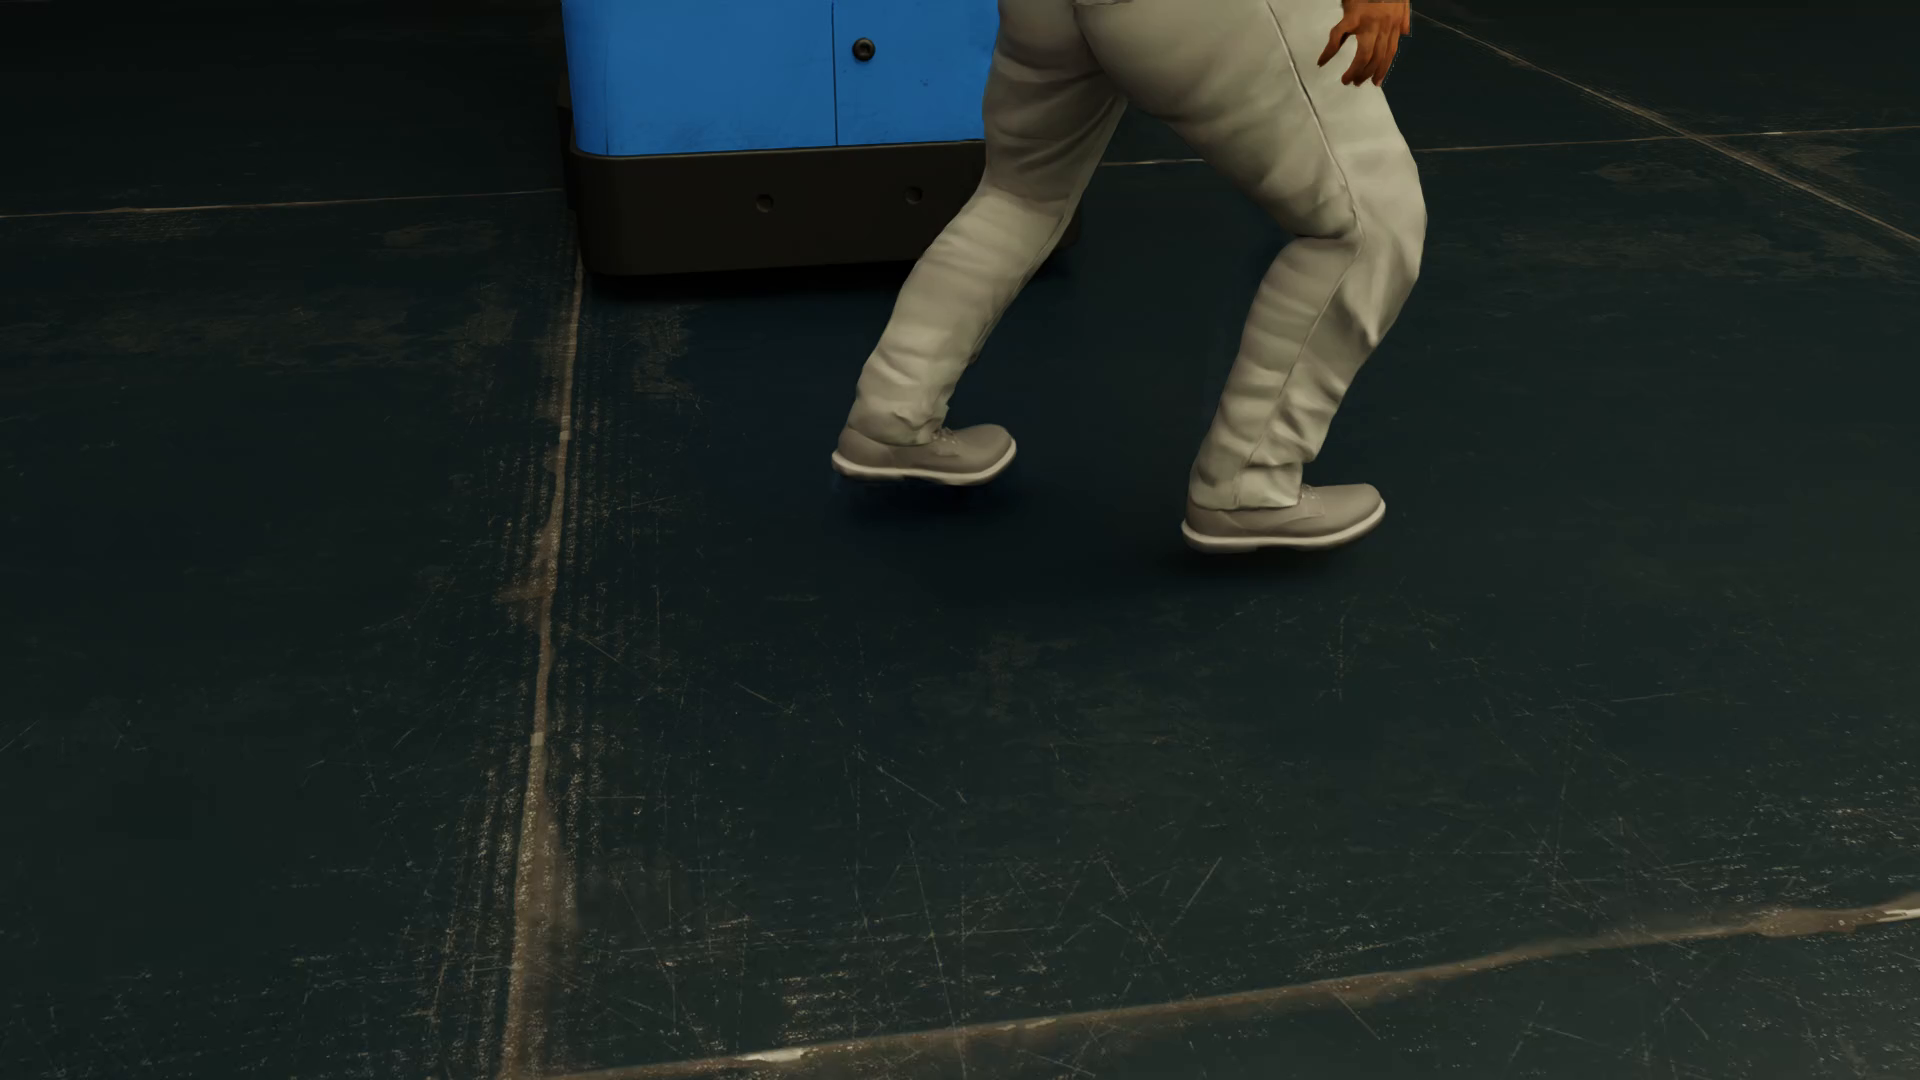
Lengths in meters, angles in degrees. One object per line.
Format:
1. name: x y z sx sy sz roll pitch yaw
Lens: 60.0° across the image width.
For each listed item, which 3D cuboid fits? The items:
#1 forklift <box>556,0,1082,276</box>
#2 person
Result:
1. forklift: -0.509 -2.495 4.076 1.130 2.935 3.031 -5 28 -9
2. person: 0.314 -0.742 2.155 0.825 1.544 0.731 -17 33 -29
